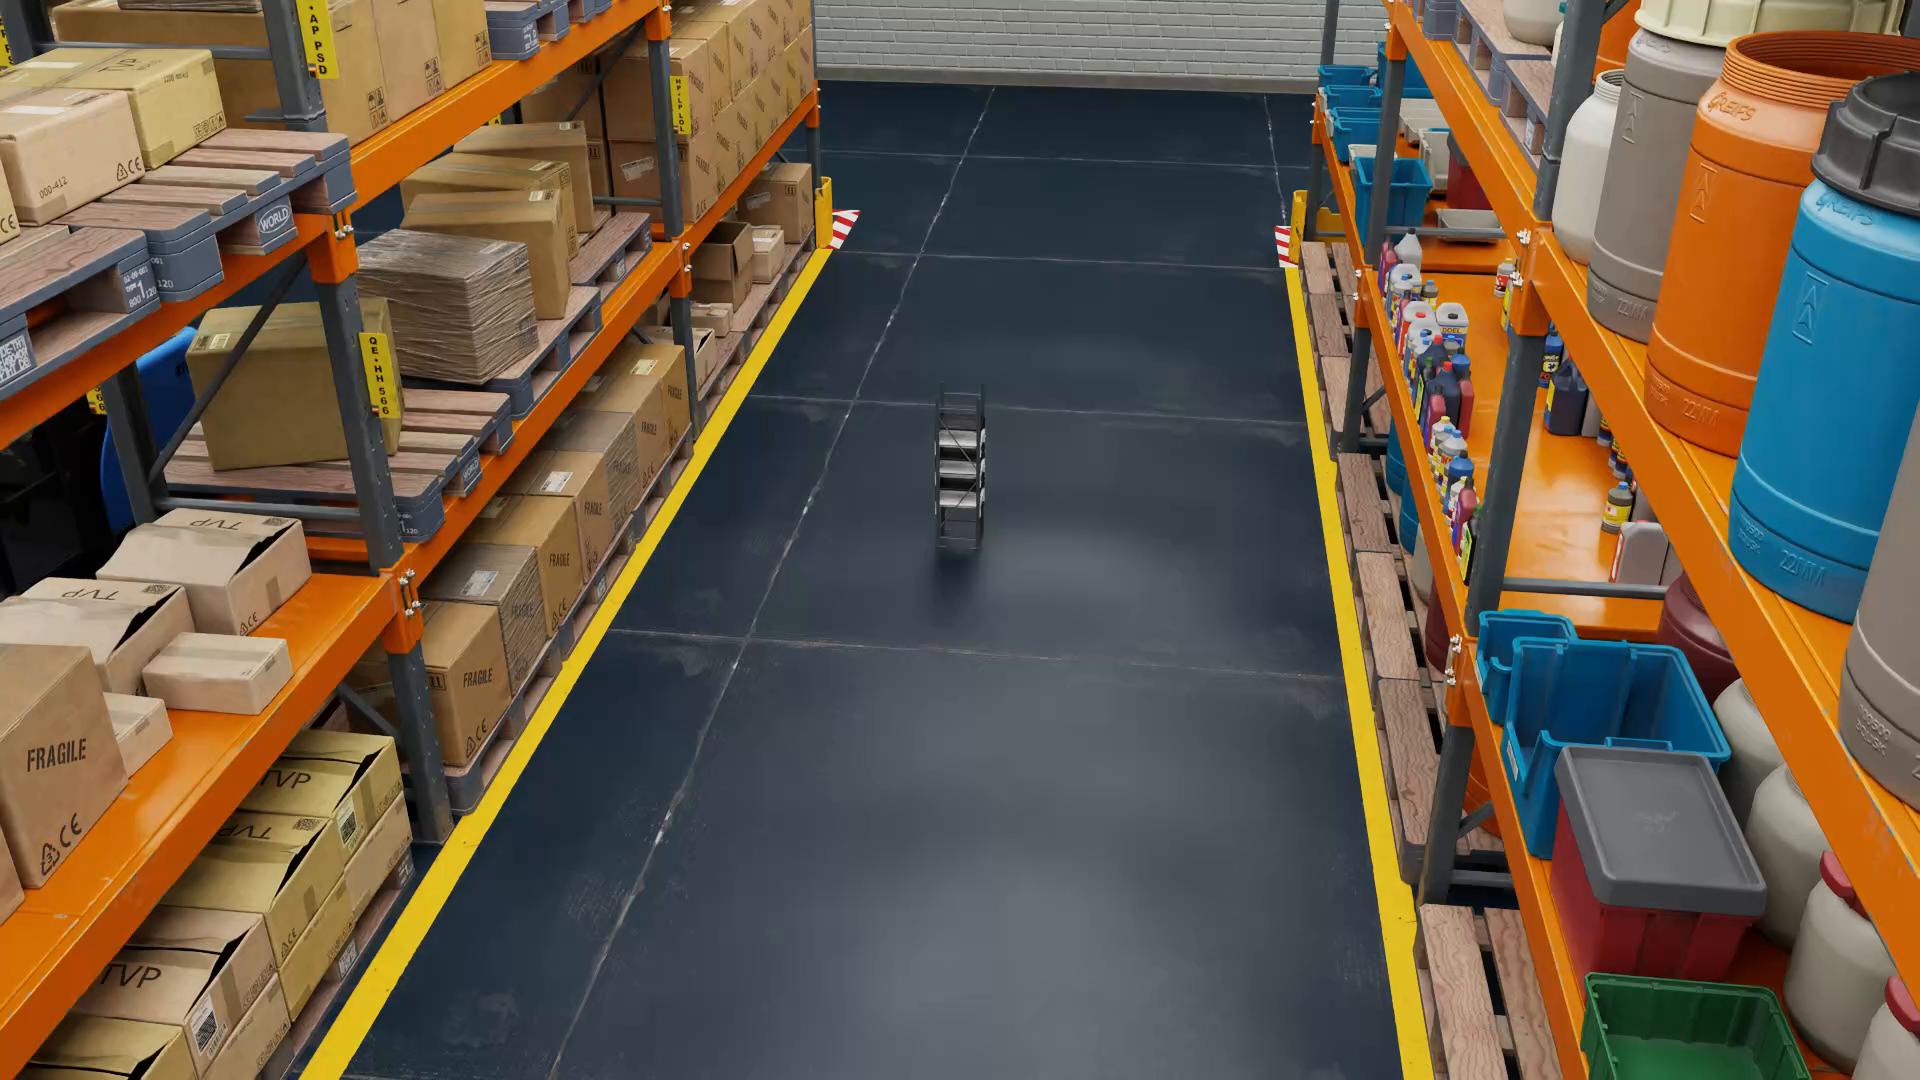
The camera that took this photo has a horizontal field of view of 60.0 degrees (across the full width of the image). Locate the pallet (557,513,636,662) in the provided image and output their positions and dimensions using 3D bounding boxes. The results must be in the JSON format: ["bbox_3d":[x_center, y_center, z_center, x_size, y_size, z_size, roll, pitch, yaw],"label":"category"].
[{"bbox_3d":[-2.348,0.198,8.660,1.003,0.211,1.213,3,28,6],"label":"pallet"}]

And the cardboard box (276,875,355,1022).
[{"bbox_3d":[-2.511,1.423,5.903,0.500,0.250,0.500,3,28,6],"label":"cardboard box"}]

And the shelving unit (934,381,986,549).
[{"bbox_3d":[0.001,-0.400,9.044,0.258,0.900,0.210,3,28,6],"label":"shelving unit"}]

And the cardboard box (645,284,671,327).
[{"bbox_3d":[-2.259,-1.638,11.499,0.500,0.311,0.500,3,28,6],"label":"cardboard box"}]

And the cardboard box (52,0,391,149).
[{"bbox_3d":[-2.609,-1.679,5.937,0.910,0.500,0.500,3,28,6],"label":"cardboard box"}]

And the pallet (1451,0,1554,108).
[{"bbox_3d":[2.642,-2.030,6.891,1.003,0.211,1.213,3,28,6],"label":"pallet"}]

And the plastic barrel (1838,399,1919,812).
[{"bbox_3d":[1.723,-0.036,2.463,0.600,0.901,0.600,0,28,0],"label":"plastic barrel"}]

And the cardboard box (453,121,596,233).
[{"bbox_3d":[-2.419,-2.009,9.269,0.700,0.500,0.500,-6,29,-11],"label":"cardboard box"}]

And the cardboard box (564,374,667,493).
[{"bbox_3d":[-1.984,-0.603,9.377,0.500,0.500,0.500,3,29,6],"label":"cardboard box"}]

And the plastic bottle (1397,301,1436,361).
[{"bbox_3d":[2.228,-1.015,8.102,0.152,0.276,0.135,3,28,6],"label":"plastic bottle"}]

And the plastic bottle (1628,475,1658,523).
[{"bbox_3d":[2.717,-0.166,6.526,0.152,0.276,0.135,3,28,6],"label":"plastic bottle"}]

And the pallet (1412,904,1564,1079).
[{"bbox_3d":[2.153,1.772,5.738,1.003,0.211,1.213,3,28,6],"label":"pallet"}]

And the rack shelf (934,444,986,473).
[{"bbox_3d":[0.001,-0.450,9.017,0.258,0.077,0.200,3,28,6],"label":"rack shelf"}]

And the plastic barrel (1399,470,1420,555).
[{"bbox_3d":[2.606,-0.374,8.550,0.600,0.901,0.708,3,28,6],"label":"plastic barrel"}]

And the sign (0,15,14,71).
[{"bbox_3d":[-3.167,-1.688,5.513,0.100,0.325,0.005,3,28,6],"label":"sign"}]

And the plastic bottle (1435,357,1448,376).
[{"bbox_3d":[2.152,-0.666,7.447,0.061,0.283,0.133,3,28,6],"label":"plastic bottle"}]

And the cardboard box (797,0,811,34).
[{"bbox_3d":[-1.430,-4.132,12.598,0.500,0.500,0.500,3,28,6],"label":"cardboard box"}]

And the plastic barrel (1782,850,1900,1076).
[{"bbox_3d":[2.274,1.018,4.054,0.433,0.535,0.433,0,28,0],"label":"plastic barrel"}]

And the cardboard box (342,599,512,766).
[{"bbox_3d":[-2.290,0.602,7.142,0.500,0.500,0.500,5,29,8],"label":"cardboard box"}]

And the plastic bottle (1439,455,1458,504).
[{"bbox_3d":[2.009,-0.245,6.752,0.097,0.201,0.097,0,28,0],"label":"plastic bottle"}]

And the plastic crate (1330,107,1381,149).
[{"bbox_3d":[2.748,-2.820,11.434,0.416,0.233,0.300,3,28,6],"label":"plastic crate"}]

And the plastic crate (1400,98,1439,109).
[{"bbox_3d":[3.346,-3.100,12.056,0.396,0.136,0.243,3,28,6],"label":"plastic crate"}]

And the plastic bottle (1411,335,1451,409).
[{"bbox_3d":[2.153,-0.772,7.572,0.144,0.351,0.185,3,28,6],"label":"plastic bottle"}]

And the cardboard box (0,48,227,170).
[{"bbox_3d":[-2.629,-1.330,5.109,0.500,0.250,0.500,1,28,2],"label":"cardboard box"}]

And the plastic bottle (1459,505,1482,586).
[{"bbox_3d":[1.913,0.018,6.177,0.061,0.283,0.133,3,28,6],"label":"plastic bottle"}]

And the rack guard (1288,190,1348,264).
[{"bbox_3d":[3.257,-2.495,13.355,1.175,0.500,0.348,3,28,6],"label":"rack guard"}]

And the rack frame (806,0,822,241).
[{"bbox_3d":[-1.649,-3.873,13.277,1.000,3.000,0.127,3,28,6],"label":"rack frame"}]

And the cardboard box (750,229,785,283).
[{"bbox_3d":[-1.617,-2.141,12.496,0.500,0.250,0.500,3,28,6],"label":"cardboard box"}]

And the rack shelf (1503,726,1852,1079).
[{"bbox_3d":[2.041,1.323,4.109,0.919,0.052,3.809,3,28,6],"label":"rack shelf"}]

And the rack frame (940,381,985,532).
[{"bbox_3d":[0.013,-0.448,9.132,0.240,0.900,0.006,3,28,6],"label":"rack frame"}]

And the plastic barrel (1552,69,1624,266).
[{"bbox_3d":[1.944,-1.059,4.773,0.421,0.512,0.421,0,28,0],"label":"plastic barrel"}]

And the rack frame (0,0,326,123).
[{"bbox_3d":[-2.629,-2.749,4.864,1.000,3.000,0.127,3,28,6],"label":"rack frame"}]

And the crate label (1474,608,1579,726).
[{"bbox_3d":[1.863,0.432,5.462,0.303,0.233,0.416,3,28,6],"label":"crate label"}]

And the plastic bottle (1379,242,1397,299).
[{"bbox_3d":[2.292,-1.439,8.881,0.061,0.283,0.133,3,28,6],"label":"plastic bottle"}]

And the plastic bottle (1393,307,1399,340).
[{"bbox_3d":[2.232,-1.101,8.340,0.097,0.201,0.097,0,28,0],"label":"plastic bottle"}]

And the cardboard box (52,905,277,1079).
[{"bbox_3d":[-2.571,1.414,5.327,0.500,0.311,0.500,3,28,6],"label":"cardboard box"}]

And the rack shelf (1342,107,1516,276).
[{"bbox_3d":[3.022,-2.412,11.116,0.919,0.124,3.809,3,28,6],"label":"rack shelf"}]

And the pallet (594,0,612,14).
[{"bbox_3d":[-2.289,-2.925,8.553,1.213,0.211,1.003,3,28,6],"label":"pallet"}]

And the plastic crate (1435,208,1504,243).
[{"bbox_3d":[2.975,-1.822,9.684,0.396,0.136,0.243,3,28,6],"label":"plastic crate"}]

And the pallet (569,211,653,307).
[{"bbox_3d":[-2.345,-1.536,9.141,1.003,0.211,1.213,3,28,6],"label":"pallet"}]

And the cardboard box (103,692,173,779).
[{"bbox_3d":[-2.729,0.607,5.226,0.380,0.149,0.250,5,29,10],"label":"cardboard box"}]

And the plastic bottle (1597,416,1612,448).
[{"bbox_3d":[2.843,-0.543,7.231,0.097,0.271,0.097,0,28,0],"label":"plastic bottle"}]

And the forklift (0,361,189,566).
[{"bbox_3d":[-6.069,-0.704,7.466,3.001,2.935,4.306,6,29,11],"label":"forklift"}]

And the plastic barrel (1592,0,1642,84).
[{"bbox_3d":[2.359,-1.780,5.332,0.600,0.830,0.708,3,28,6],"label":"plastic barrel"}]

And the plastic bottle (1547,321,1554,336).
[{"bbox_3d":[2.800,-0.966,8.016,0.097,0.271,0.097,0,28,0],"label":"plastic bottle"}]

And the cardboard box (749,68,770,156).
[{"bbox_3d":[-1.622,-2.975,11.503,0.500,0.500,0.500,3,28,5],"label":"cardboard box"}]
